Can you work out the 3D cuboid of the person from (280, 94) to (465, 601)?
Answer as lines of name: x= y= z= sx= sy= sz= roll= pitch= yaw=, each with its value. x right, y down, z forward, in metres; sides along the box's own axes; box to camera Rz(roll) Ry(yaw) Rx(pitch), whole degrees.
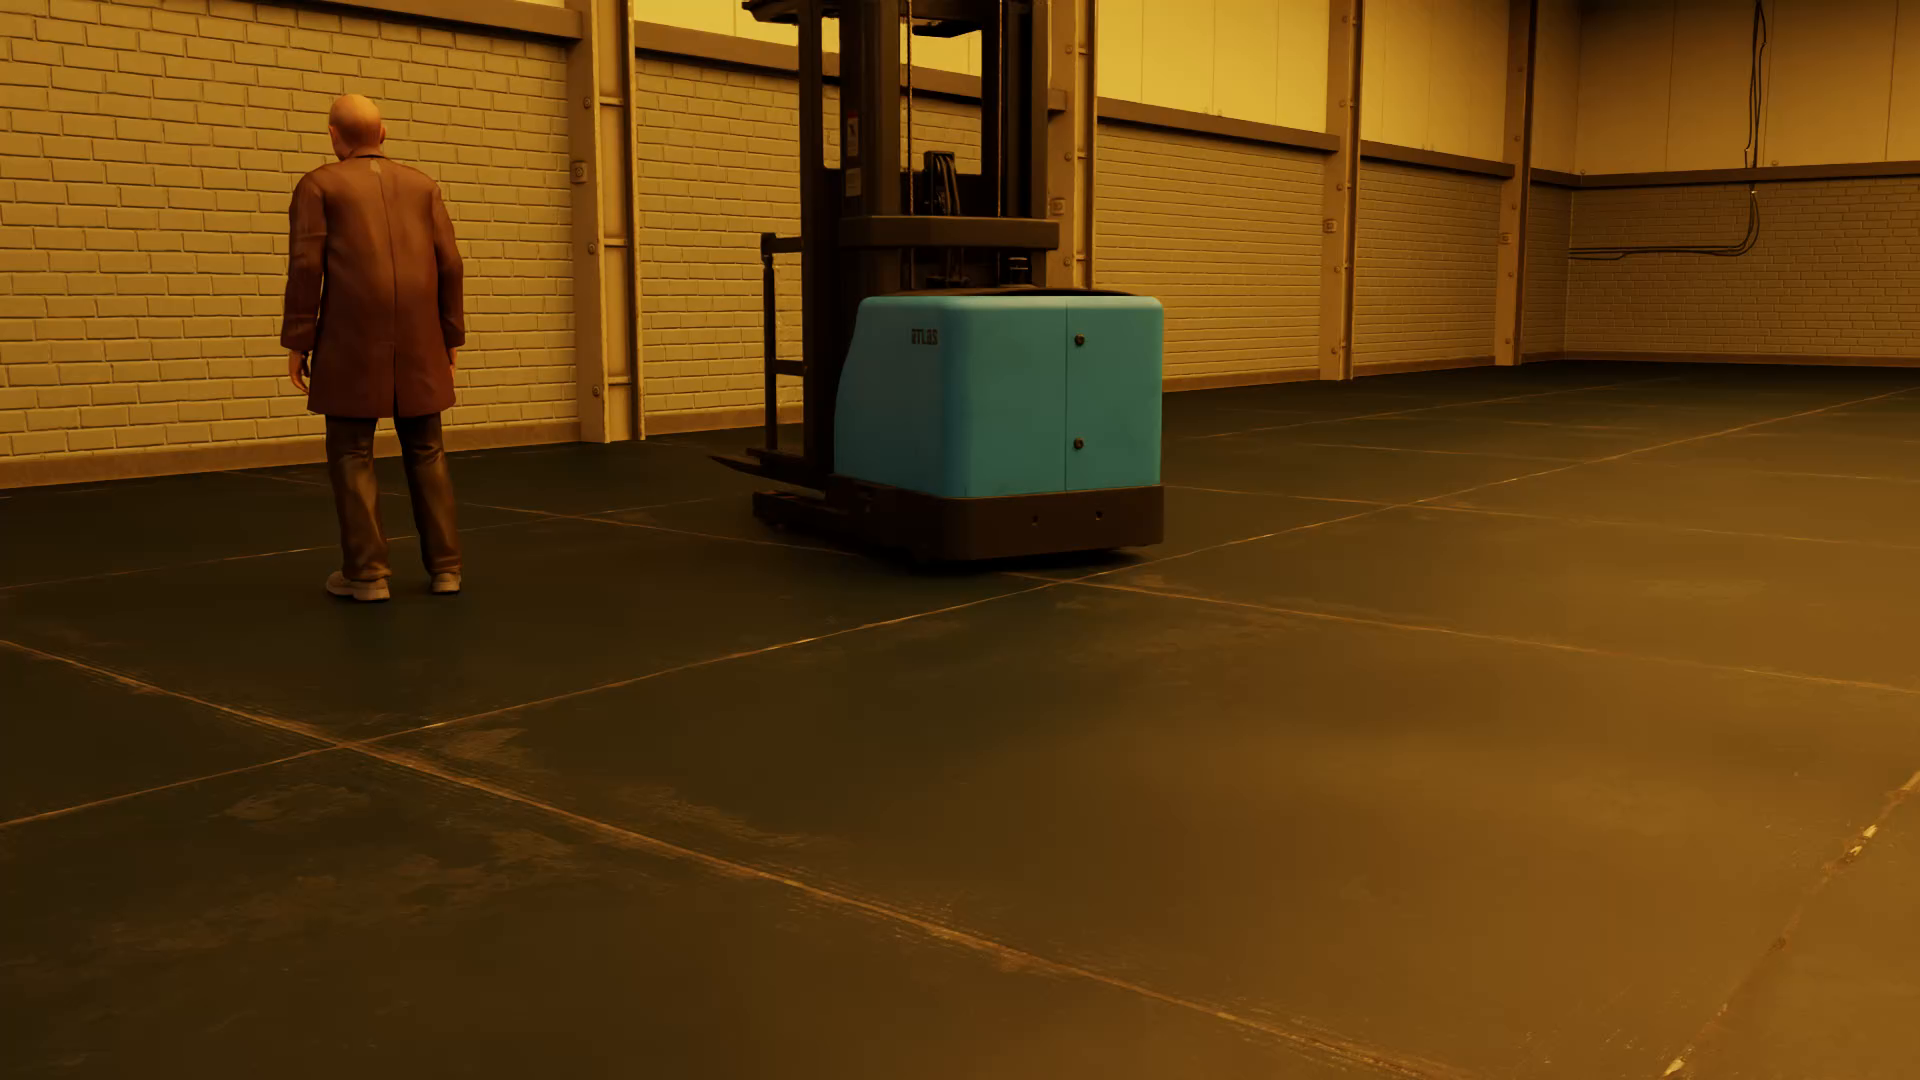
person: x=-2.080 y=-0.681 z=5.929 sx=0.653 sy=1.774 sz=0.423 roll=-6 pitch=10 yaw=-37

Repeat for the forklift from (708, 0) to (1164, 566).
forklift: x=-0.326 y=-1.522 z=7.685 sx=1.130 sy=2.935 sz=3.031 roll=-5 pitch=10 yaw=-29
